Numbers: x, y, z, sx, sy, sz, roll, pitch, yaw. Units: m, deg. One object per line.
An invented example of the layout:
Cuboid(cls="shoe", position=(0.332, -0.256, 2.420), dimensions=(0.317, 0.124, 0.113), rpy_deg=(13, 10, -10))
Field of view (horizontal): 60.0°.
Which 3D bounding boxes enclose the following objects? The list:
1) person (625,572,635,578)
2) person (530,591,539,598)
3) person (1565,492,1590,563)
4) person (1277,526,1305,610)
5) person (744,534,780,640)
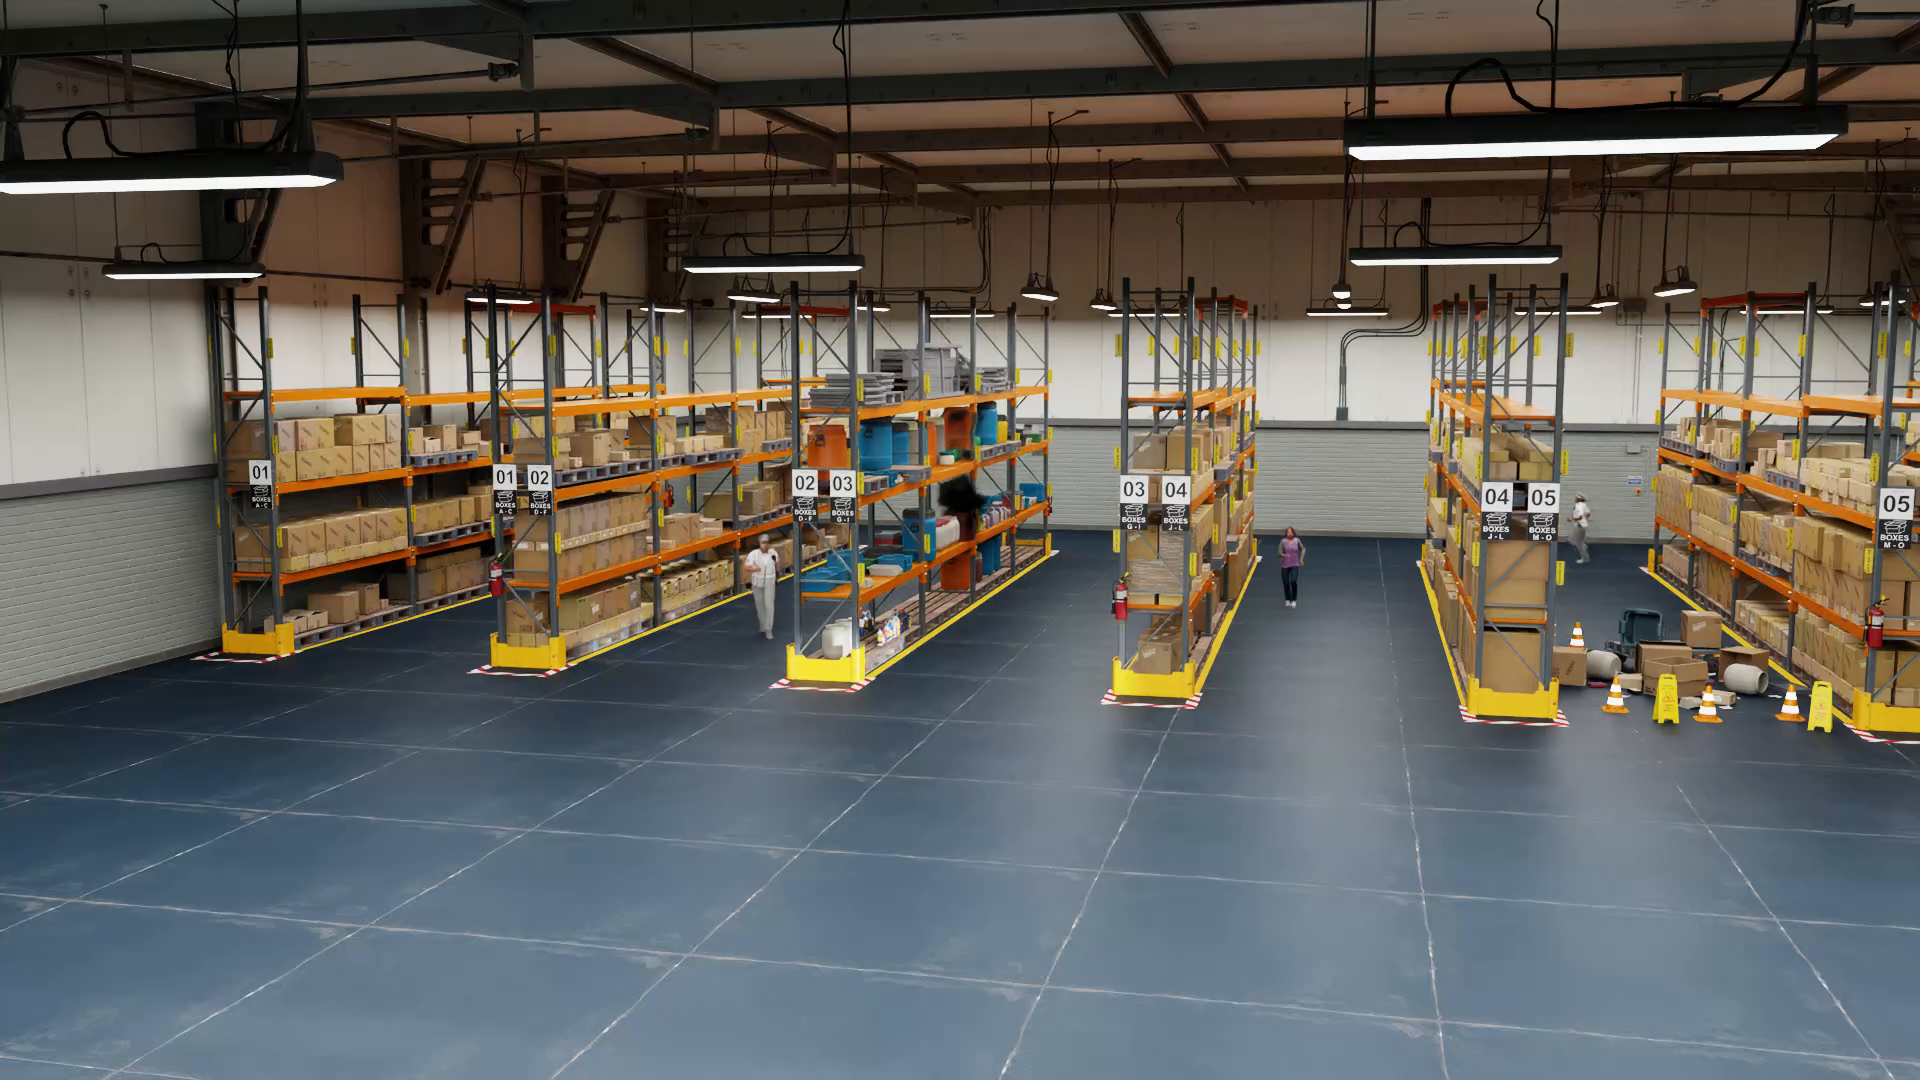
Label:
Cuboid(cls="person", position=(-6.806, 0.279, 34.154), dimensions=(0.650, 1.625, 0.876), rpy_deg=(1, 7, 10))
Cuboid(cls="person", position=(-7.520, 0.779, 29.717), dimensions=(0.557, 1.624, 0.566), rpy_deg=(1, 7, 8))
Cuboid(cls="person", position=(14.489, -0.307, 39.018), dimensions=(0.567, 1.667, 0.542), rpy_deg=(3, 7, 24))
Cuboid(cls="person", position=(6.354, 0.538, 31.976), dimensions=(0.509, 1.604, 0.667), rpy_deg=(2, 7, 17))
Cuboid(cls="person", position=(-3.448, 0.795, 29.029), dimensions=(0.635, 1.829, 0.883), rpy_deg=(-1, 7, -9))
